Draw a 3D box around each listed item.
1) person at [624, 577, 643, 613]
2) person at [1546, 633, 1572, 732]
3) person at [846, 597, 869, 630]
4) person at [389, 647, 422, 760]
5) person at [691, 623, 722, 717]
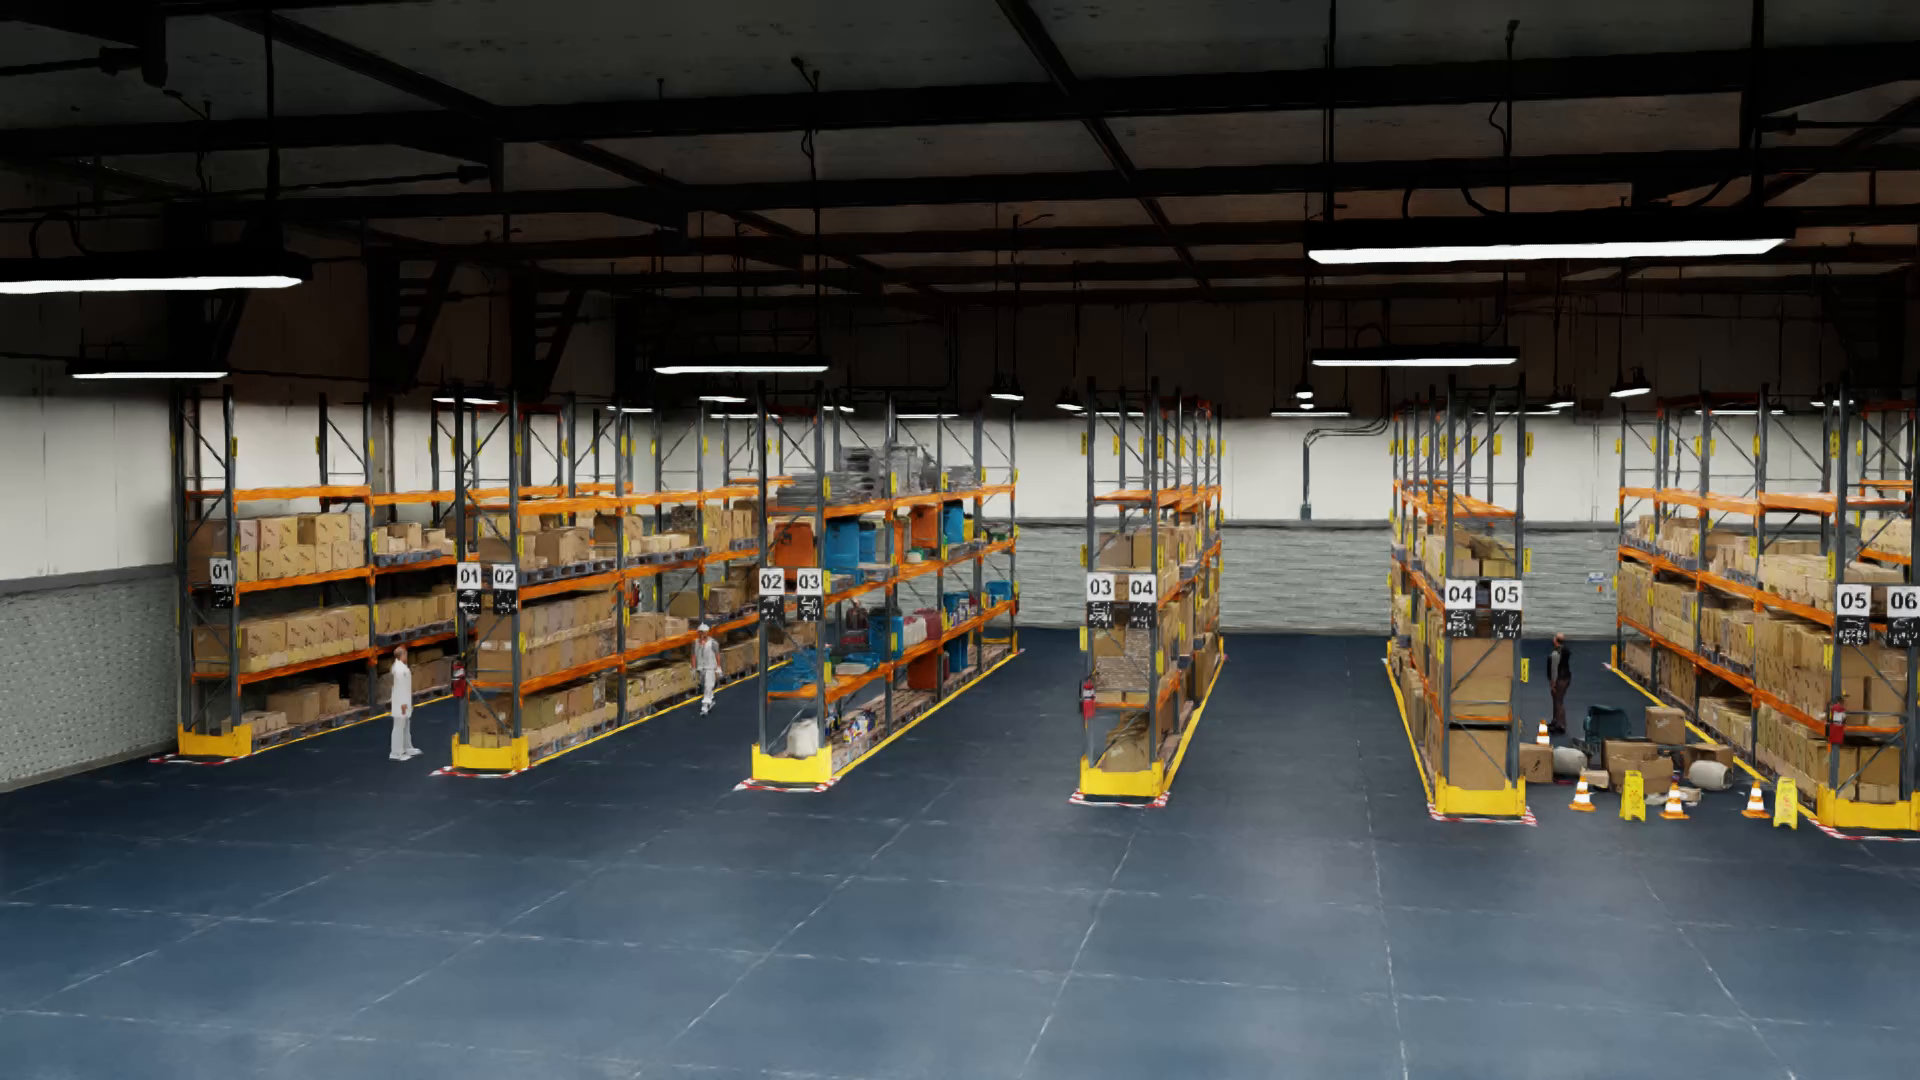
[{"bbox_3d":[-8.583,1.670,43.759,0.759,1.746,0.550,-3,4,-45],"label":"person"},{"bbox_3d":[10.496,2.534,29.293,0.494,1.635,0.578,3,4,42],"label":"person"},{"bbox_3d":[-2.260,2.098,36.384,0.588,1.700,1.193,1,3,10],"label":"person"},{"bbox_3d":[-8.914,2.698,26.705,0.504,1.593,0.640,-1,3,-19],"label":"person"},{"bbox_3d":[-4.763,2.397,31.006,0.553,1.709,1.123,1,3,14],"label":"person"}]
